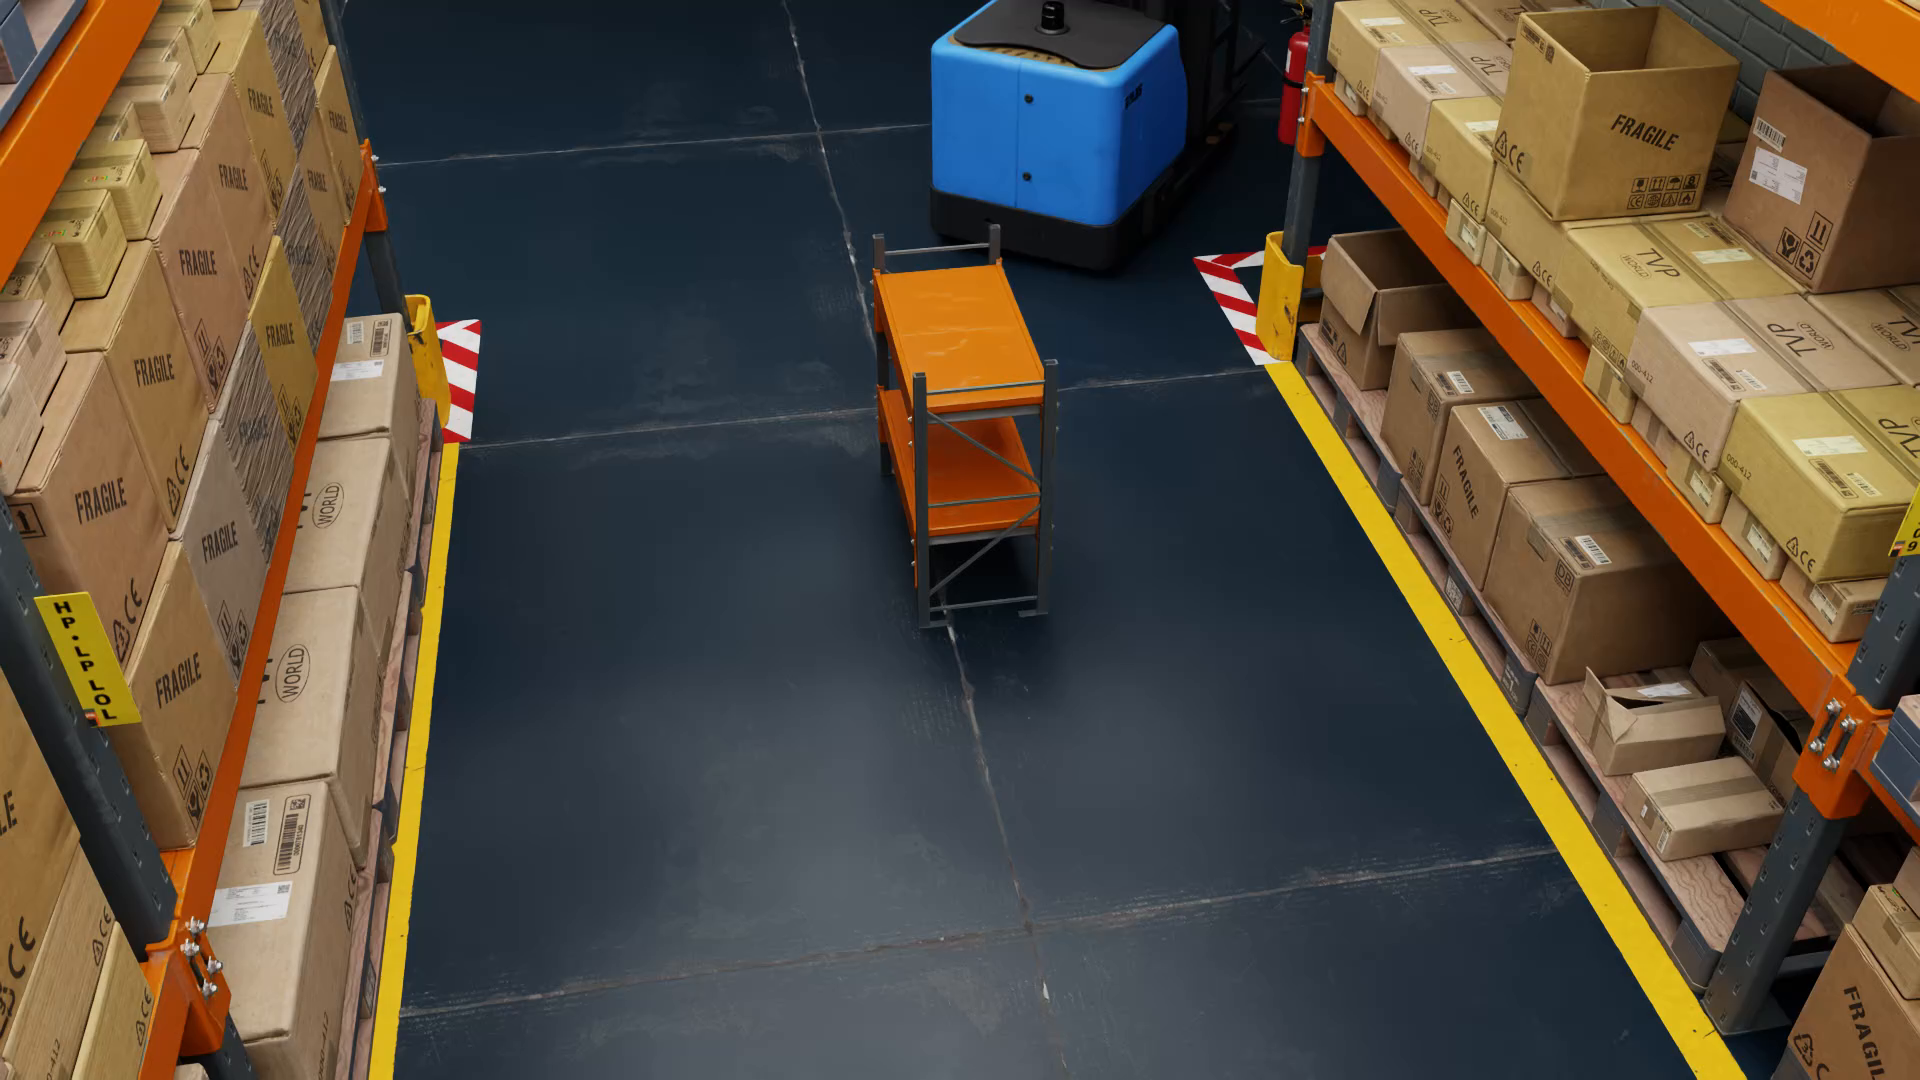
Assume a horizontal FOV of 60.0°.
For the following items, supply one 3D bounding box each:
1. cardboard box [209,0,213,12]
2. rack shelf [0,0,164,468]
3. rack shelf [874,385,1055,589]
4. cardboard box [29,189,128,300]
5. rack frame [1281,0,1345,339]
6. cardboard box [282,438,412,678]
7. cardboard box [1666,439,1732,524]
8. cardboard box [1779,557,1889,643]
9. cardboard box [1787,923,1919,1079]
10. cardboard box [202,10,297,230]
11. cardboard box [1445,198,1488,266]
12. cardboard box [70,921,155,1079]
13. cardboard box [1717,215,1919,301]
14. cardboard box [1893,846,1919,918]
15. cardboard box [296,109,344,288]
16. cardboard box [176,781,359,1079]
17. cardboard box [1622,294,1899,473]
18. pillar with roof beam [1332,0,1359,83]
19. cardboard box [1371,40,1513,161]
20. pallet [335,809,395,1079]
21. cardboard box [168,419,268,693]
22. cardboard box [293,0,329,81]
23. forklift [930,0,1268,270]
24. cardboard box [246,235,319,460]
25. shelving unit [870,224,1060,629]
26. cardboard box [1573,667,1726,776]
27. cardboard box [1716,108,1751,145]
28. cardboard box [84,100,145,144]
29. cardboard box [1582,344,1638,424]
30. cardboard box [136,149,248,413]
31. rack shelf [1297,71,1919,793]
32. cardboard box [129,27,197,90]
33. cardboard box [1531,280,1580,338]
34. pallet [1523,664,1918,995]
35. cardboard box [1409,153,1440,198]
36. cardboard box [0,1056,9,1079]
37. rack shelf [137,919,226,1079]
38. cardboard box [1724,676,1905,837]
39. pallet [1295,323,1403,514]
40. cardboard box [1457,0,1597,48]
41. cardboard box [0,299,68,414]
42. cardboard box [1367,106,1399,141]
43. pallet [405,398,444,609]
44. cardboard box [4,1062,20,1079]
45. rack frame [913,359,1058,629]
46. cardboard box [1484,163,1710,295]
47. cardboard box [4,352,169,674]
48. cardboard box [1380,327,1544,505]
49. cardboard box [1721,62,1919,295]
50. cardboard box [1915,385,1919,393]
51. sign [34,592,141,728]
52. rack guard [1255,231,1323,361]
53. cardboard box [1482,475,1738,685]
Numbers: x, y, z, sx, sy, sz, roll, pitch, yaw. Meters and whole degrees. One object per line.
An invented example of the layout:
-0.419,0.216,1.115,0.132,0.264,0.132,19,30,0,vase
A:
-2.440,-1.572,4.903,0.380,0.149,0.250,-7,38,-8,cardboard box
-2.525,-1.389,4.234,1.077,0.370,4.000,-6,38,-8,rack shelf
-0.001,-0.255,6.560,0.538,0.278,1.000,-6,38,-8,rack shelf
-2.105,-0.649,3.715,0.380,0.149,0.250,-6,38,-8,cardboard box
2.010,-2.232,7.179,1.000,3.000,0.127,-6,38,-8,rack frame
-2.493,0.089,5.936,0.875,0.438,0.875,-5,38,-7,cardboard box
2.271,-0.192,4.757,0.380,0.149,0.250,-5,38,-7,cardboard box
2.407,0.117,4.359,0.380,0.149,0.250,-6,38,-7,cardboard box
2.575,1.321,4.300,0.500,0.500,0.500,-5,38,-6,cardboard box
-2.353,-1.253,5.022,0.500,0.500,0.500,-6,38,-8,cardboard box
1.975,-1.122,5.954,0.380,0.149,0.250,-7,38,-9,cardboard box
-1.848,1.023,3.111,0.500,0.250,0.500,-7,38,-9,cardboard box
2.707,-0.817,5.236,0.500,0.250,0.500,-5,38,-7,cardboard box
2.572,0.870,4.109,0.380,0.149,0.250,-7,38,-9,cardboard box
-2.458,-1.168,5.727,0.500,0.500,0.500,-7,38,-9,cardboard box
-2.179,1.175,4.539,0.875,0.438,0.875,-7,38,-9,cardboard box
2.280,-0.457,4.773,0.500,0.250,0.500,-6,38,-8,cardboard box
-1.813,-5.864,6.963,9.100,9.000,0.400,-6,38,-8,pillar with roof beam
1.913,-1.683,6.351,0.500,0.250,0.500,-6,38,-7,cardboard box
-2.231,1.353,4.836,1.003,0.211,1.213,-6,38,-8,pallet
-2.083,0.064,4.141,0.500,0.500,0.500,-6,38,-8,cardboard box
-2.557,-1.865,5.809,0.500,0.500,0.500,-5,38,-6,cardboard box
0.958,-3.413,8.754,1.130,2.935,3.031,17,41,21,forklift
-2.254,-0.548,4.929,0.500,0.500,0.500,-5,38,-7,cardboard box
-0.001,-0.448,6.410,0.538,1.125,1.048,-6,38,-8,shelving unit
2.262,0.577,5.449,0.396,0.266,0.258,-5,38,-6,cardboard box
2.524,-1.430,6.026,0.500,0.250,0.500,-5,38,-7,cardboard box
-2.248,-0.955,4.110,0.380,0.149,0.250,-6,38,-8,cardboard box
2.179,-0.505,5.159,0.380,0.149,0.250,-7,38,-9,cardboard box
-2.181,-0.645,4.238,0.500,0.500,0.500,-6,38,-7,cardboard box
2.361,-0.740,5.844,1.077,0.370,4.000,-6,38,-8,rack shelf
-2.311,-1.266,4.510,0.380,0.149,0.250,-5,38,-6,cardboard box
2.154,-0.817,5.561,0.380,0.149,0.250,-6,38,-8,cardboard box
2.592,0.870,5.458,1.003,0.211,1.213,-6,38,-8,pallet
1.952,-1.442,6.366,0.380,0.149,0.250,-5,38,-7,cardboard box
-1.751,0.840,2.327,0.500,0.500,0.500,-6,38,-7,cardboard box
-1.824,2.212,2.044,1.077,0.370,4.000,-6,38,-8,rack shelf
2.828,0.655,5.311,0.500,0.311,0.500,-5,38,-6,cardboard box
2.164,-0.604,7.355,1.003,0.211,1.213,-6,38,-8,pallet
2.352,-2.041,6.812,0.500,0.250,0.500,-5,38,-7,cardboard box
-2.035,-0.342,3.321,0.380,0.149,0.250,-6,38,-7,cardboard box
1.888,-1.757,6.771,0.380,0.149,0.250,-5,38,-7,cardboard box
-2.659,-0.121,6.733,1.003,0.211,1.213,-6,38,-8,pallet
-1.763,1.123,2.575,0.500,0.250,0.500,-5,38,-7,cardboard box
0.088,-0.141,6.015,0.500,1.125,0.032,-6,38,-8,rack frame
2.116,-1.071,5.563,0.500,0.250,0.500,-7,38,-9,cardboard box
-2.020,-0.028,3.445,0.500,0.500,0.500,-6,38,-8,cardboard box
2.136,-0.511,6.658,0.700,0.500,0.500,-5,38,-6,cardboard box
2.712,-1.099,4.988,0.500,0.500,0.500,-7,38,-9,cardboard box
2.891,-0.203,4.446,0.500,0.250,0.500,-7,38,-8,cardboard box
-1.642,0.229,3.130,0.100,0.325,0.005,-6,38,-8,sign
2.024,-1.199,7.886,1.175,0.500,0.348,-6,38,-8,rack guard
2.318,0.116,5.851,0.700,0.500,0.500,-8,38,-10,cardboard box
